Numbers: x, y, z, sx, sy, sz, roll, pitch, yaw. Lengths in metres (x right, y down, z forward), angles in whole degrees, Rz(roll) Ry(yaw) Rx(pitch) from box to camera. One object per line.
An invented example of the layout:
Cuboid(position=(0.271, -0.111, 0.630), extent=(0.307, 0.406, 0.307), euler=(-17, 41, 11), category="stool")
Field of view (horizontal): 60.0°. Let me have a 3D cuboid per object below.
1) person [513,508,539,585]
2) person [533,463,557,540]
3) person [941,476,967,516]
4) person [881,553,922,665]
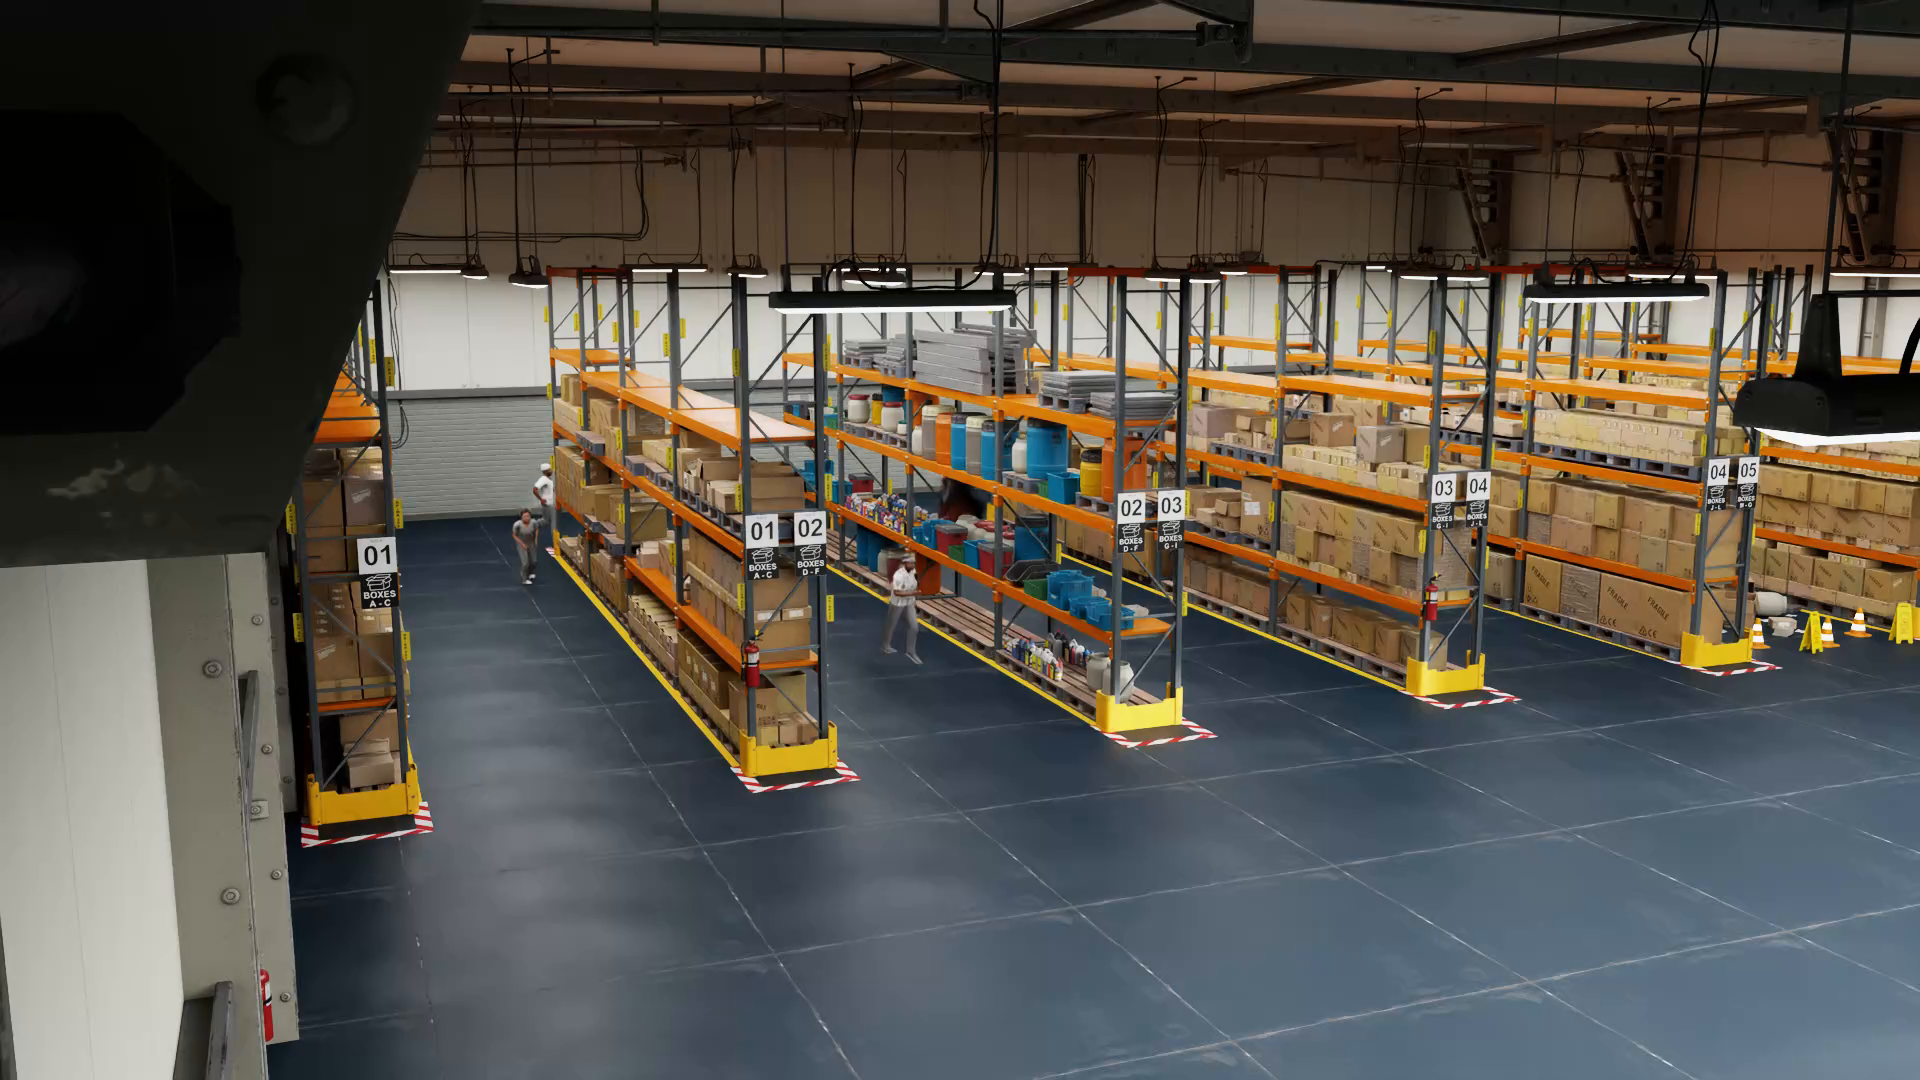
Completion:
Cuboid(position=(-8.288, 0.100, 31.691), extent=(0.575, 1.516, 0.834), euler=(-8, 12, -37), category="person")
Cuboid(position=(-8.983, -0.794, 36.007), extent=(0.946, 1.747, 0.692), euler=(-2, 10, -13), category="person")
Cuboid(position=(-0.169, -1.253, 38.828), extent=(0.705, 1.727, 0.628), euler=(0, 10, -1), category="person")
Cuboid(position=(-0.832, 0.999, 24.724), extent=(0.573, 1.715, 0.921), euler=(-8, 13, -38), category="person")
